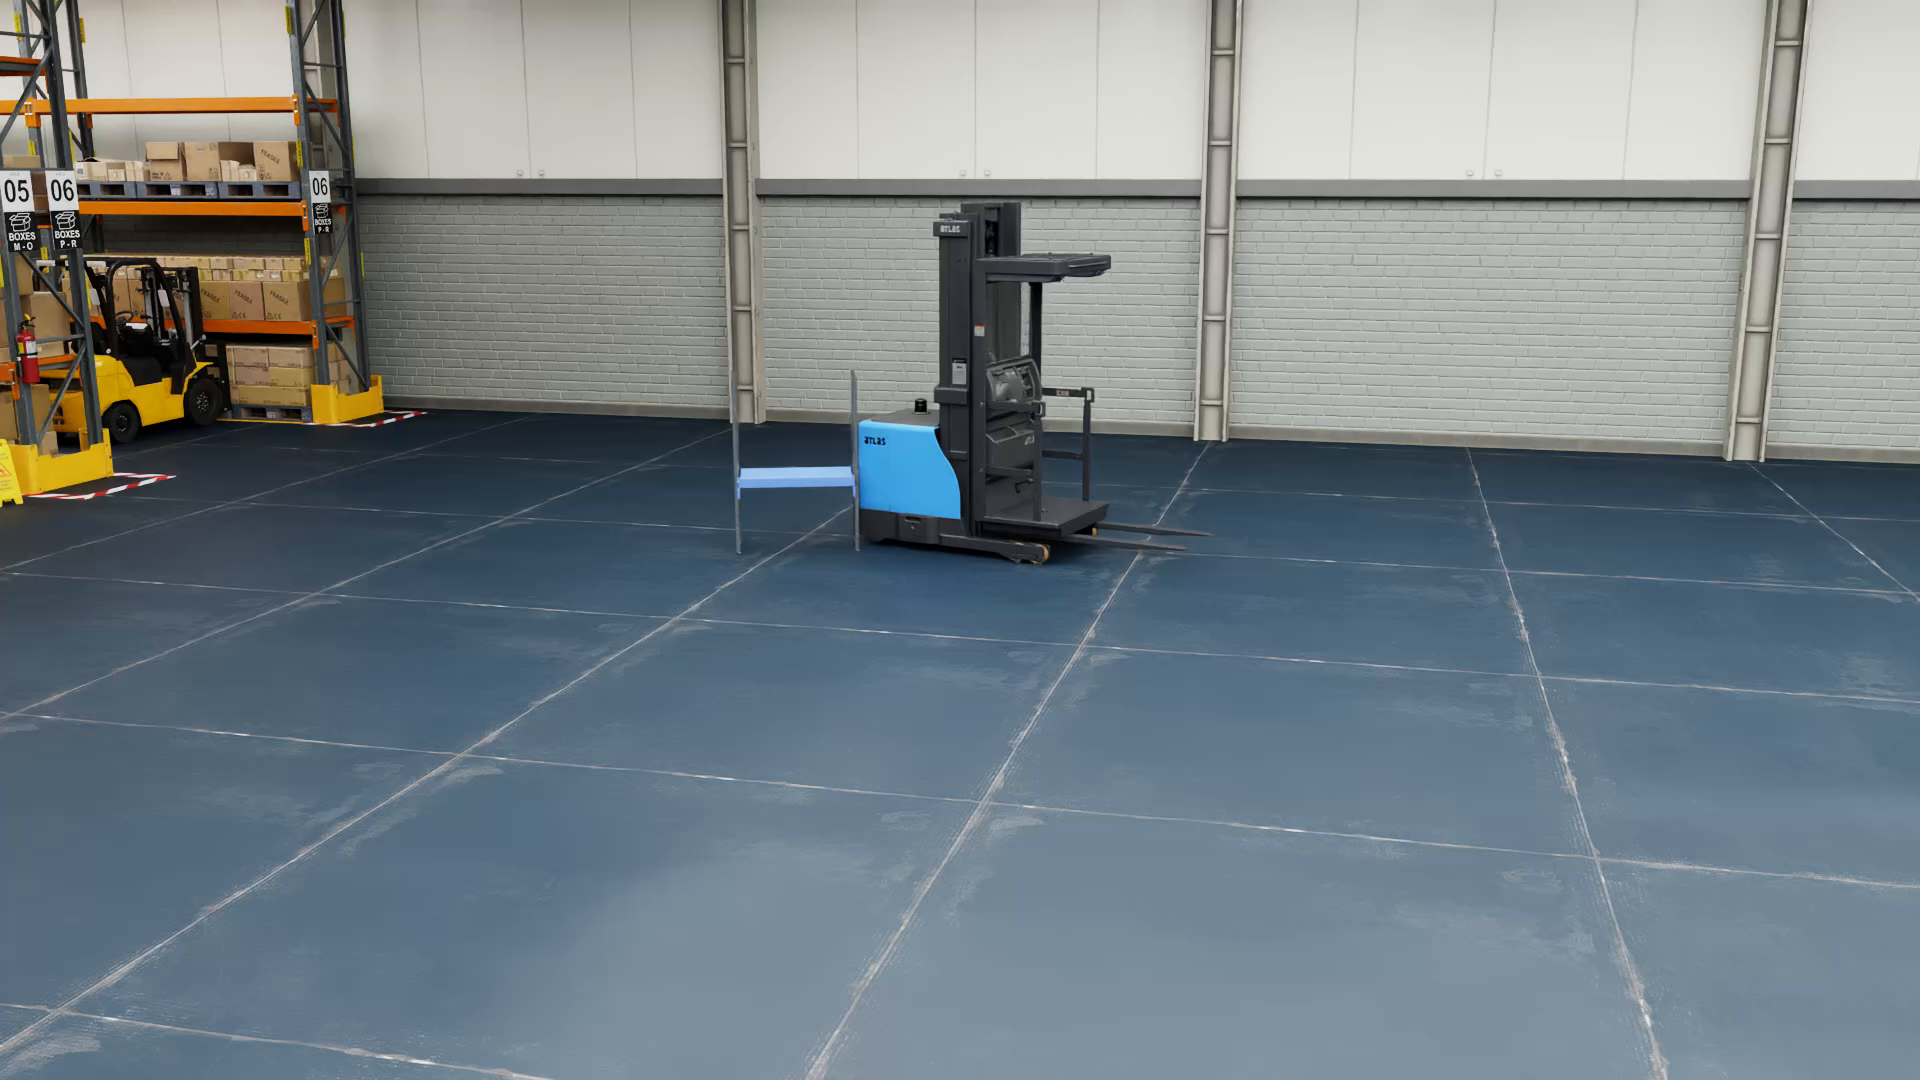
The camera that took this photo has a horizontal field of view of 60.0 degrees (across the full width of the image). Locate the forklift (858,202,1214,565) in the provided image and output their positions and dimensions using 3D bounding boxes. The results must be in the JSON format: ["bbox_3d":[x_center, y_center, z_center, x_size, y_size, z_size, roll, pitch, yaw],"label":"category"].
[{"bbox_3d":[0.640,-1.356,14.081,3.031,2.935,1.130,7,14,28],"label":"forklift"}]

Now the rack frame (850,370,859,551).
[{"bbox_3d":[-0.910,-0.692,14.389,0.032,1.500,0.500,-1,13,-6],"label":"rack frame"}]

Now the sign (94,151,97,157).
[{"bbox_3d":[-11.879,-5.173,22.822,0.005,0.325,0.100,3,13,14],"label":"sign"}]

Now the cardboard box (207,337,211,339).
[{"bbox_3d":[-10.503,-2.614,22.662,0.500,0.250,0.500,3,13,14],"label":"cardboard box"}]

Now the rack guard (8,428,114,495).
[{"bbox_3d":[-9.387,-0.833,17.333,0.348,0.500,1.175,3,13,14],"label":"rack guard"}]

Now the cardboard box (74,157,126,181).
[{"bbox_3d":[-11.261,-4.881,21.888,0.500,0.311,0.500,3,13,15],"label":"cardboard box"}]

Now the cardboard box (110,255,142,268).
[{"bbox_3d":[-11.022,-3.692,22.032,0.250,0.149,0.380,3,13,15],"label":"cardboard box"}]

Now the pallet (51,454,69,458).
[{"bbox_3d":[-10.167,-0.741,17.588,1.213,0.211,1.003,3,13,14],"label":"pallet"}]

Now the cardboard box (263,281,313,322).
[{"bbox_3d":[-8.668,-3.112,21.605,0.500,0.500,0.500,3,13,12],"label":"cardboard box"}]

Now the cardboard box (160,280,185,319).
[{"bbox_3d":[-10.158,-3.191,21.962,0.500,0.500,0.500,3,13,14],"label":"cardboard box"}]

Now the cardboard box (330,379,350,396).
[{"bbox_3d":[-8.557,-2.022,22.302,0.500,0.250,0.500,3,13,14],"label":"cardboard box"}]

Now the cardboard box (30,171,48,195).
[{"bbox_3d":[-9.737,-3.668,17.073,0.500,0.250,0.500,3,13,13],"label":"cardboard box"}]

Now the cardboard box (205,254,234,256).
[{"bbox_3d":[-9.897,-3.752,22.306,0.250,0.149,0.380,3,13,14],"label":"cardboard box"}]

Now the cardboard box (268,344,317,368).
[{"bbox_3d":[-8.649,-2.402,21.706,0.500,0.250,0.500,4,13,15],"label":"cardboard box"}]

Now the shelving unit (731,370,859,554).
[{"bbox_3d":[-1.416,-0.680,14.334,1.048,1.500,0.538,-1,13,-6],"label":"shelving unit"}]

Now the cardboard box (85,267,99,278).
[{"bbox_3d":[-11.512,-3.581,22.221,0.250,0.149,0.380,3,13,15],"label":"cardboard box"}]

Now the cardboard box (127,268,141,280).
[{"bbox_3d":[-10.777,-3.531,21.996,0.250,0.149,0.380,3,13,13],"label":"cardboard box"}]

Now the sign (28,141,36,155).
[{"bbox_3d":[-12.131,-5.056,21.754,0.005,0.325,0.100,3,13,14],"label":"sign"}]

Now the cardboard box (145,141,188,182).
[{"bbox_3d":[-10.145,-4.946,21.737,0.637,0.503,0.797,3,13,15],"label":"cardboard box"}]

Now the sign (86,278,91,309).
[{"bbox_3d":[-9.183,-2.586,17.465,0.005,0.325,0.100,3,13,14],"label":"sign"}]

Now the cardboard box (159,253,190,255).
[{"bbox_3d":[-10.629,-3.808,22.558,0.250,0.149,0.380,3,13,13],"label":"cardboard box"}]

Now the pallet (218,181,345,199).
[{"bbox_3d":[-8.807,-4.556,21.624,1.213,0.211,1.003,3,13,14],"label":"pallet"}]

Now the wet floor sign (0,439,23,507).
[{"bbox_3d":[-9.385,-0.665,16.241,0.232,0.644,0.267,8,15,33],"label":"wet floor sign"}]

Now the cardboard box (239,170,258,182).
[{"bbox_3d":[-9.004,-4.668,21.302,0.250,0.149,0.380,3,13,12],"label":"cardboard box"}]

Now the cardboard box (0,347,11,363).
[{"bbox_3d":[-9.727,-1.901,16.956,0.250,0.149,0.380,4,13,15],"label":"cardboard box"}]

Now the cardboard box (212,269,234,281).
[{"bbox_3d":[-9.532,-3.470,21.721,0.250,0.149,0.380,3,13,12],"label":"cardboard box"}]

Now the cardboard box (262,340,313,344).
[{"bbox_3d":[-9.034,-2.534,22.299,0.500,0.250,0.500,3,13,14],"label":"cardboard box"}]

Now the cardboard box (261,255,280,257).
[{"bbox_3d":[-9.144,-3.714,22.131,0.250,0.149,0.380,3,13,14],"label":"cardboard box"}]

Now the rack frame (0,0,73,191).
[{"bbox_3d":[-9.313,-4.978,16.394,0.127,3.000,1.000,3,13,14],"label":"rack frame"}]

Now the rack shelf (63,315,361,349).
[{"bbox_3d":[-10.069,-2.846,22.296,4.000,0.370,1.077,3,13,14],"label":"rack shelf"}]

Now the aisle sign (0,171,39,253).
[{"bbox_3d":[-9.322,-3.254,16.473,0.004,0.787,0.394,3,13,14],"label":"aisle sign"}]

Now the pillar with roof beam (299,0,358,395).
[{"bbox_3d":[-9.619,-5.342,18.037,0.400,9.000,9.100,3,13,14],"label":"pillar with roof beam"}]

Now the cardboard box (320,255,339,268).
[{"bbox_3d":[-8.402,-3.666,21.918,0.250,0.149,0.380,3,13,12],"label":"cardboard box"}]

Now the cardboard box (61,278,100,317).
[{"bbox_3d":[-11.642,-3.272,22.323,0.500,0.500,0.500,3,13,12],"label":"cardboard box"}]

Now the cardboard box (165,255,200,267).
[{"bbox_3d":[-10.256,-3.673,21.949,0.250,0.149,0.380,3,13,14],"label":"cardboard box"}]

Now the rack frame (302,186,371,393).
[{"bbox_3d":[-8.127,-3.093,21.750,0.127,3.000,1.000,3,13,14],"label":"rack frame"}]

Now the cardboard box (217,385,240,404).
[{"bbox_3d":[-9.623,-1.969,22.063,0.500,0.250,0.500,3,13,14],"label":"cardboard box"}]

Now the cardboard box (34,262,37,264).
[{"bbox_3d":[-12.791,-3.768,23.062,0.250,0.149,0.380,3,13,13],"label":"cardboard box"}]

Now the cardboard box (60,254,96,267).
[{"bbox_3d":[-11.772,-3.732,22.216,0.250,0.149,0.380,3,13,15],"label":"cardboard box"}]

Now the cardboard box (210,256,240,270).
[{"bbox_3d":[-9.536,-3.611,21.669,0.250,0.149,0.380,3,13,15],"label":"cardboard box"}]

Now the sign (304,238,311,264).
[{"bbox_3d":[-8.271,-3.661,21.088,0.005,0.325,0.100,3,13,14],"label":"sign"}]

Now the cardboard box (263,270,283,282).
[{"bbox_3d":[-8.786,-3.425,21.516,0.250,0.149,0.380,3,13,14],"label":"cardboard box"}]

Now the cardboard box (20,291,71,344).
[{"bbox_3d":[-9.706,-2.326,17.375,0.500,0.500,0.500,3,13,13],"label":"cardboard box"}]

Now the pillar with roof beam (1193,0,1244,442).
[{"bbox_3d":[2.032,-4.719,15.230,0.400,9.000,9.100,3,13,14],"label":"pillar with roof beam"}]

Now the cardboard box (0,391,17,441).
[{"bbox_3d":[-10.153,-1.265,17.156,0.500,0.500,0.500,3,13,14],"label":"cardboard box"}]

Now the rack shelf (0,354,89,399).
[{"bbox_3d":[-11.255,-1.802,17.590,4.000,0.370,1.077,3,13,14],"label":"rack shelf"}]

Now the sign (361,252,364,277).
[{"bbox_3d":[-7.988,-3.671,22.172,0.005,0.325,0.100,3,13,14],"label":"sign"}]

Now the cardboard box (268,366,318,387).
[{"bbox_3d":[-8.675,-2.159,21.765,0.500,0.250,0.500,3,13,13],"label":"cardboard box"}]

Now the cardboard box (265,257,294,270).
[{"bbox_3d":[-8.772,-3.584,21.549,0.250,0.149,0.380,3,13,14],"label":"cardboard box"}]
